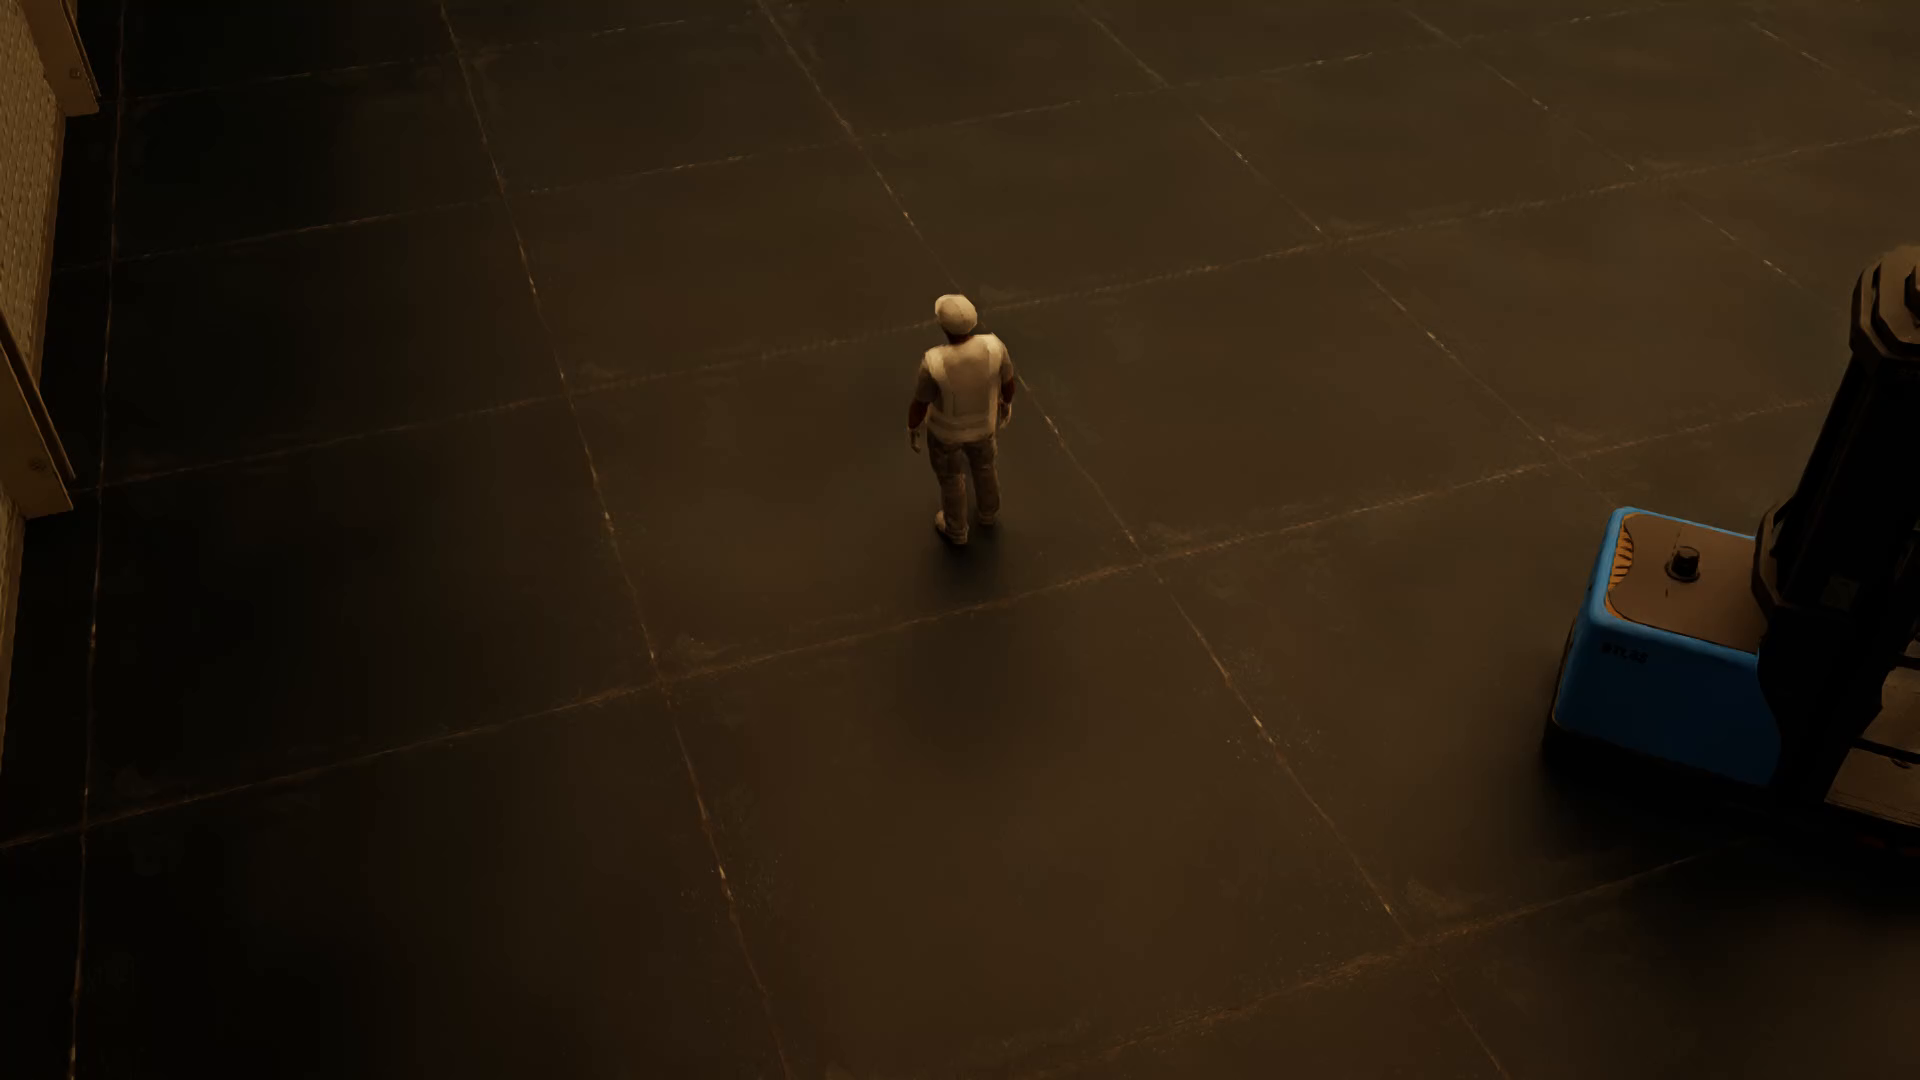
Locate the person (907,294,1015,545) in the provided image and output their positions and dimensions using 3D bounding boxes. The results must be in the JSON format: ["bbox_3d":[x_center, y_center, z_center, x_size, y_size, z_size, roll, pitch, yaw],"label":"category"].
[{"bbox_3d":[-0.017,-0.732,9.753,0.655,1.777,0.576,-13,42,-15],"label":"person"}]

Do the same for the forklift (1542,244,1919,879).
[{"bbox_3d":[4.656,0.171,7.792,3.031,2.935,1.130,16,43,18],"label":"forklift"}]
